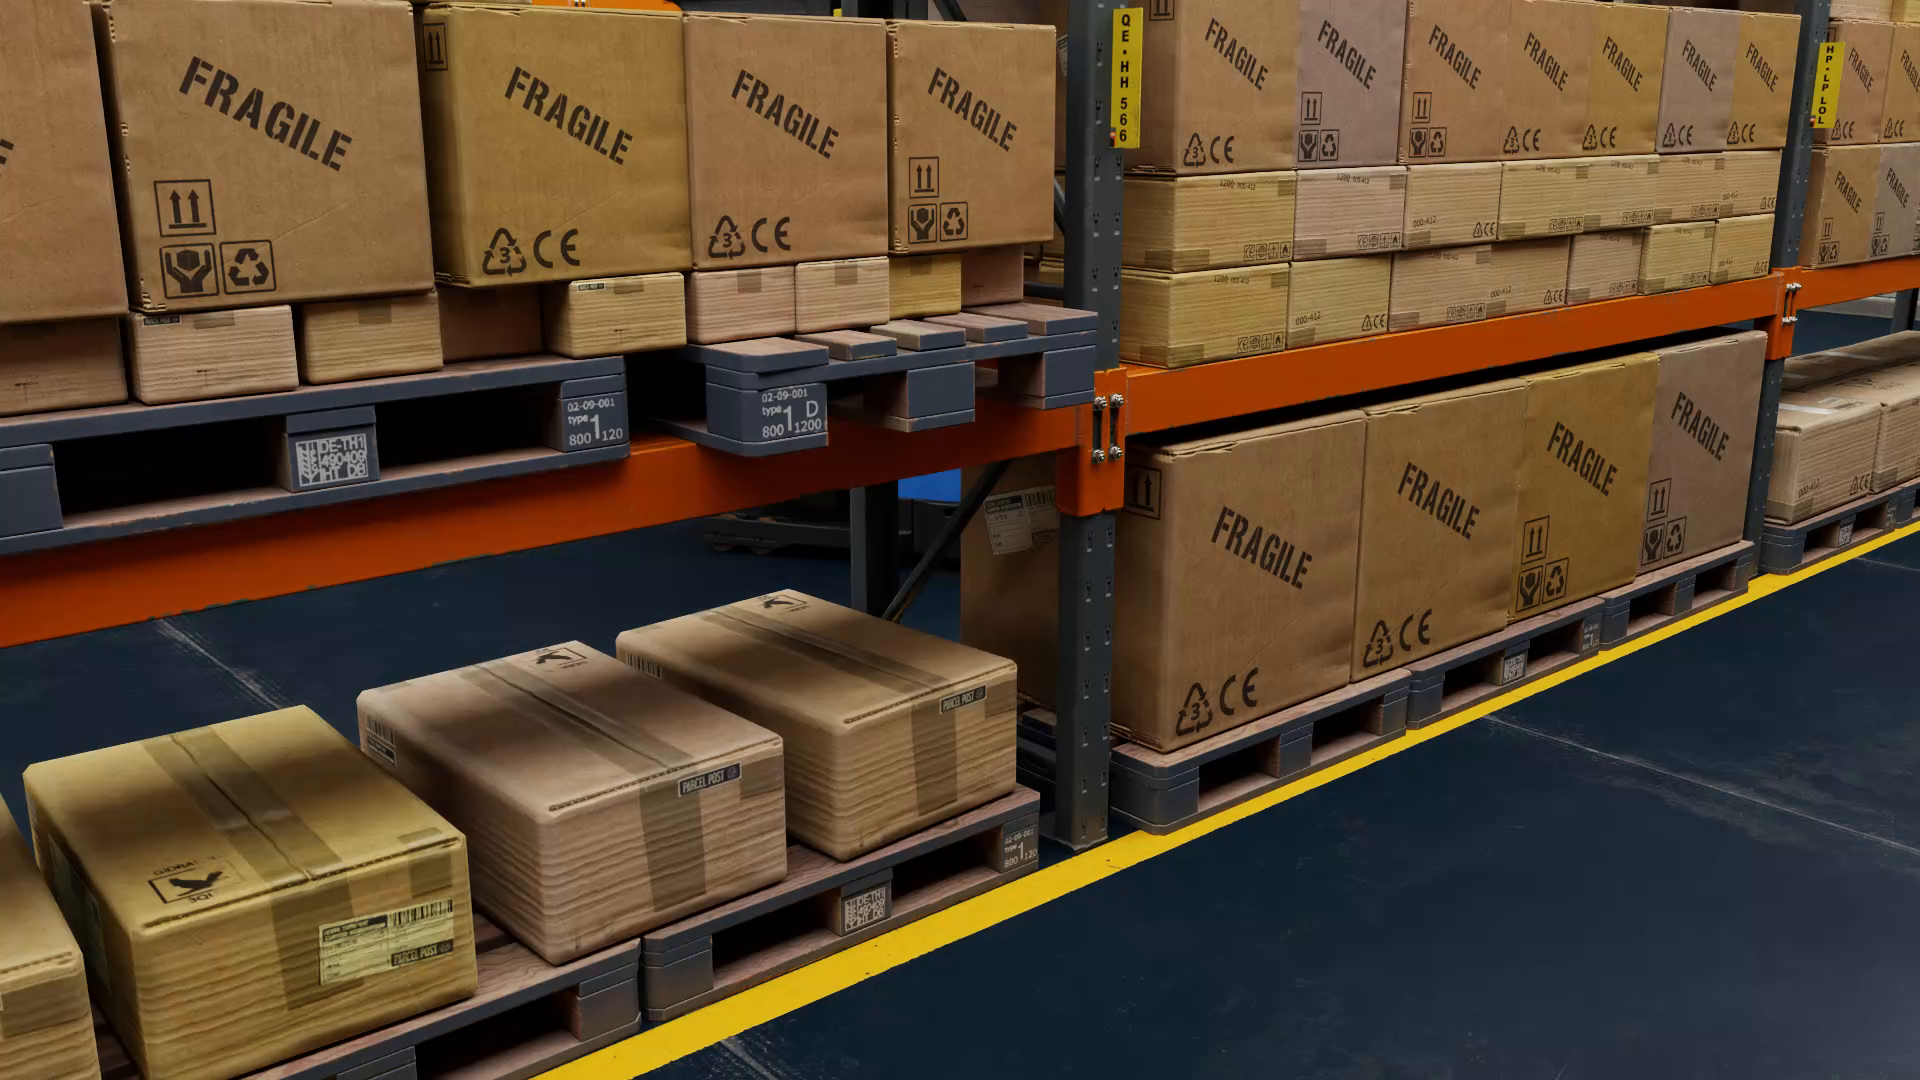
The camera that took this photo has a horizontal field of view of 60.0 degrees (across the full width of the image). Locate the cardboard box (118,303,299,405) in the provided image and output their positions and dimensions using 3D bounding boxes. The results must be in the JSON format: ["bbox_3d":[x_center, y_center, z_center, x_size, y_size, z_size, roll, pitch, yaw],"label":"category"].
[{"bbox_3d":[-1.355,-0.350,2.920,0.250,0.149,0.380,-12,19,-37],"label":"cardboard box"}]

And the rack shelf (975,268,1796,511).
[{"bbox_3d":[1.545,-0.690,5.913,4.000,0.370,1.077,-13,19,-39],"label":"rack shelf"}]

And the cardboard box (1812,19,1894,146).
[{"bbox_3d":[3.572,-1.941,7.072,0.500,0.500,0.500,-12,19,-39],"label":"cardboard box"}]

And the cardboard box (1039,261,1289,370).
[{"bbox_3d":[0.571,-0.660,4.698,0.500,0.250,0.500,-13,20,-40],"label":"cardboard box"}]

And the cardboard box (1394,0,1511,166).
[{"bbox_3d":[1.337,-1.436,5.183,0.500,0.500,0.500,-12,19,-38],"label":"cardboard box"}]

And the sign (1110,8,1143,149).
[{"bbox_3d":[0.400,-1.115,4.023,0.005,0.325,0.100,-13,19,-39],"label":"sign"}]

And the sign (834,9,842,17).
[{"bbox_3d":[-0.330,-1.365,4.805,0.005,0.325,0.100,-13,19,-39],"label":"sign"}]

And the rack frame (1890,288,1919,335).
[{"bbox_3d":[6.072,-2.053,9.625,0.127,3.000,1.000,-13,19,-39],"label":"rack frame"}]

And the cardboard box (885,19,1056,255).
[{"bbox_3d":[-0.124,-0.962,3.955,0.500,0.500,0.500,-13,20,-41],"label":"cardboard box"}]

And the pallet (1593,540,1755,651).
[{"bbox_3d":[2.521,0.117,6.904,1.213,0.211,1.003,-13,19,-39],"label":"pallet"}]

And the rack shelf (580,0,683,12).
[{"bbox_3d":[-1.942,-4.746,15.285,4.000,0.370,1.077,-13,19,-39],"label":"rack shelf"}]

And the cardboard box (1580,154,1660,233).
[{"bbox_3d":[2.122,-1.248,5.931,0.500,0.250,0.500,-12,19,-38],"label":"cardboard box"}]

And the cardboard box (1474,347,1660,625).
[{"bbox_3d":[1.963,-0.277,6.278,0.875,0.875,0.875,-12,19,-38],"label":"cardboard box"}]

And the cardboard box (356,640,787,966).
[{"bbox_3d":[-0.948,0.589,4.012,0.625,0.372,0.950,-13,20,-40],"label":"cardboard box"}]

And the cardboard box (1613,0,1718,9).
[{"bbox_3d":[3.077,-2.335,7.290,0.250,0.149,0.380,-13,20,-40],"label":"cardboard box"}]

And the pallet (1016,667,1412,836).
[{"bbox_3d":[0.681,0.530,5.357,1.213,0.211,1.003,-13,19,-39],"label":"pallet"}]

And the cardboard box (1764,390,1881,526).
[{"bbox_3d":[3.598,-0.426,7.685,0.875,0.438,0.875,-13,20,-40],"label":"cardboard box"}]

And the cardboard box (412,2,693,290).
[{"bbox_3d":[-0.887,-0.787,3.298,0.500,0.500,0.500,-14,21,-43],"label":"cardboard box"}]

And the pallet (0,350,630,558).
[{"bbox_3d":[-1.430,-0.262,3.291,1.213,0.211,1.003,-13,19,-39],"label":"pallet"}]

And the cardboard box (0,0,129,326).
[{"bbox_3d":[-1.680,-0.605,2.619,0.500,0.500,0.500,-13,20,-40],"label":"cardboard box"}]

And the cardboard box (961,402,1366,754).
[{"bbox_3d":[0.612,0.025,5.149,0.875,0.875,0.875,-13,20,-40],"label":"cardboard box"}]

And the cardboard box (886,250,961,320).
[{"bbox_3d":[-0.211,-0.619,3.928,0.250,0.149,0.380,-12,19,-39],"label":"cardboard box"}]

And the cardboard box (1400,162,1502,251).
[{"bbox_3d":[1.356,-1.074,5.282,0.500,0.250,0.500,-13,20,-40],"label":"cardboard box"}]

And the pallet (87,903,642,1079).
[{"bbox_3d":[-1.474,0.987,3.647,1.213,0.211,1.003,-13,19,-39],"label":"pallet"}]

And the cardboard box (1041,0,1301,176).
[{"bbox_3d":[0.569,-1.266,4.544,0.500,0.500,0.500,-14,20,-41],"label":"cardboard box"}]

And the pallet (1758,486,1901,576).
[{"bbox_3d":[3.679,-0.142,7.874,1.213,0.211,1.003,-13,19,-39],"label":"pallet"}]

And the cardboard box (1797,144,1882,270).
[{"bbox_3d":[3.580,-1.453,7.182,0.500,0.500,0.500,-12,19,-38],"label":"cardboard box"}]

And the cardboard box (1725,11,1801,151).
[{"bbox_3d":[2.882,-1.783,6.480,0.500,0.500,0.500,-12,19,-38],"label":"cardboard box"}]

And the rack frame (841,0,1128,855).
[{"bbox_3d":[0.037,-0.698,4.552,0.127,3.000,1.000,-13,19,-39],"label":"rack frame"}]

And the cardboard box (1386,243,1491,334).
[{"bbox_3d":[1.346,-0.838,5.365,0.500,0.250,0.500,-12,19,-38],"label":"cardboard box"}]

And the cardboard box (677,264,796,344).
[{"bbox_3d":[-0.567,-0.526,3.581,0.250,0.149,0.380,-14,20,-42],"label":"cardboard box"}]

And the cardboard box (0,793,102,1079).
[{"bbox_3d":[-2.047,0.834,3.093,0.625,0.372,0.950,-11,19,-36],"label":"cardboard box"}]

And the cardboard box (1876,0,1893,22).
[{"bbox_3d":[3.811,-2.322,7.241,0.250,0.149,0.380,-13,20,-40],"label":"cardboard box"}]

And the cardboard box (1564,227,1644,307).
[{"bbox_3d":[2.103,-1.011,6.011,0.500,0.250,0.500,-13,20,-41],"label":"cardboard box"}]

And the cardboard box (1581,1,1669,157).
[{"bbox_3d":[2.101,-1.612,5.839,0.500,0.500,0.500,-12,19,-38],"label":"cardboard box"}]

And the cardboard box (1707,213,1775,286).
[{"bbox_3d":[2.881,-1.178,6.640,0.500,0.250,0.500,-13,20,-41],"label":"cardboard box"}]

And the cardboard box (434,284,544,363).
[{"bbox_3d":[-1.038,-0.459,3.329,0.250,0.149,0.380,-12,19,-39],"label":"cardboard box"}]

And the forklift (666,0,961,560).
[{"bbox_3d":[-0.642,-1.474,7.589,3.031,2.935,1.130,5,16,19],"label":"forklift"}]

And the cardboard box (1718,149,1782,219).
[{"bbox_3d":[2.881,-1.423,6.586,0.500,0.250,0.500,-13,20,-39],"label":"cardboard box"}]

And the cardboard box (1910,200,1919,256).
[{"bbox_3d":[4.342,-1.620,7.809,0.500,0.500,0.500,-12,19,-39],"label":"cardboard box"}]

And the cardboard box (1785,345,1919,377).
[{"bbox_3d":[4.955,-0.731,8.824,0.875,0.438,0.875,-12,19,-38],"label":"cardboard box"}]

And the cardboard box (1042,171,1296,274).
[{"bbox_3d":[0.581,-0.905,4.648,0.500,0.250,0.500,-13,20,-40],"label":"cardboard box"}]

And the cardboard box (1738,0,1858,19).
[{"bbox_3d":[3.463,-2.224,6.874,0.250,0.149,0.380,-13,20,-40],"label":"cardboard box"}]
